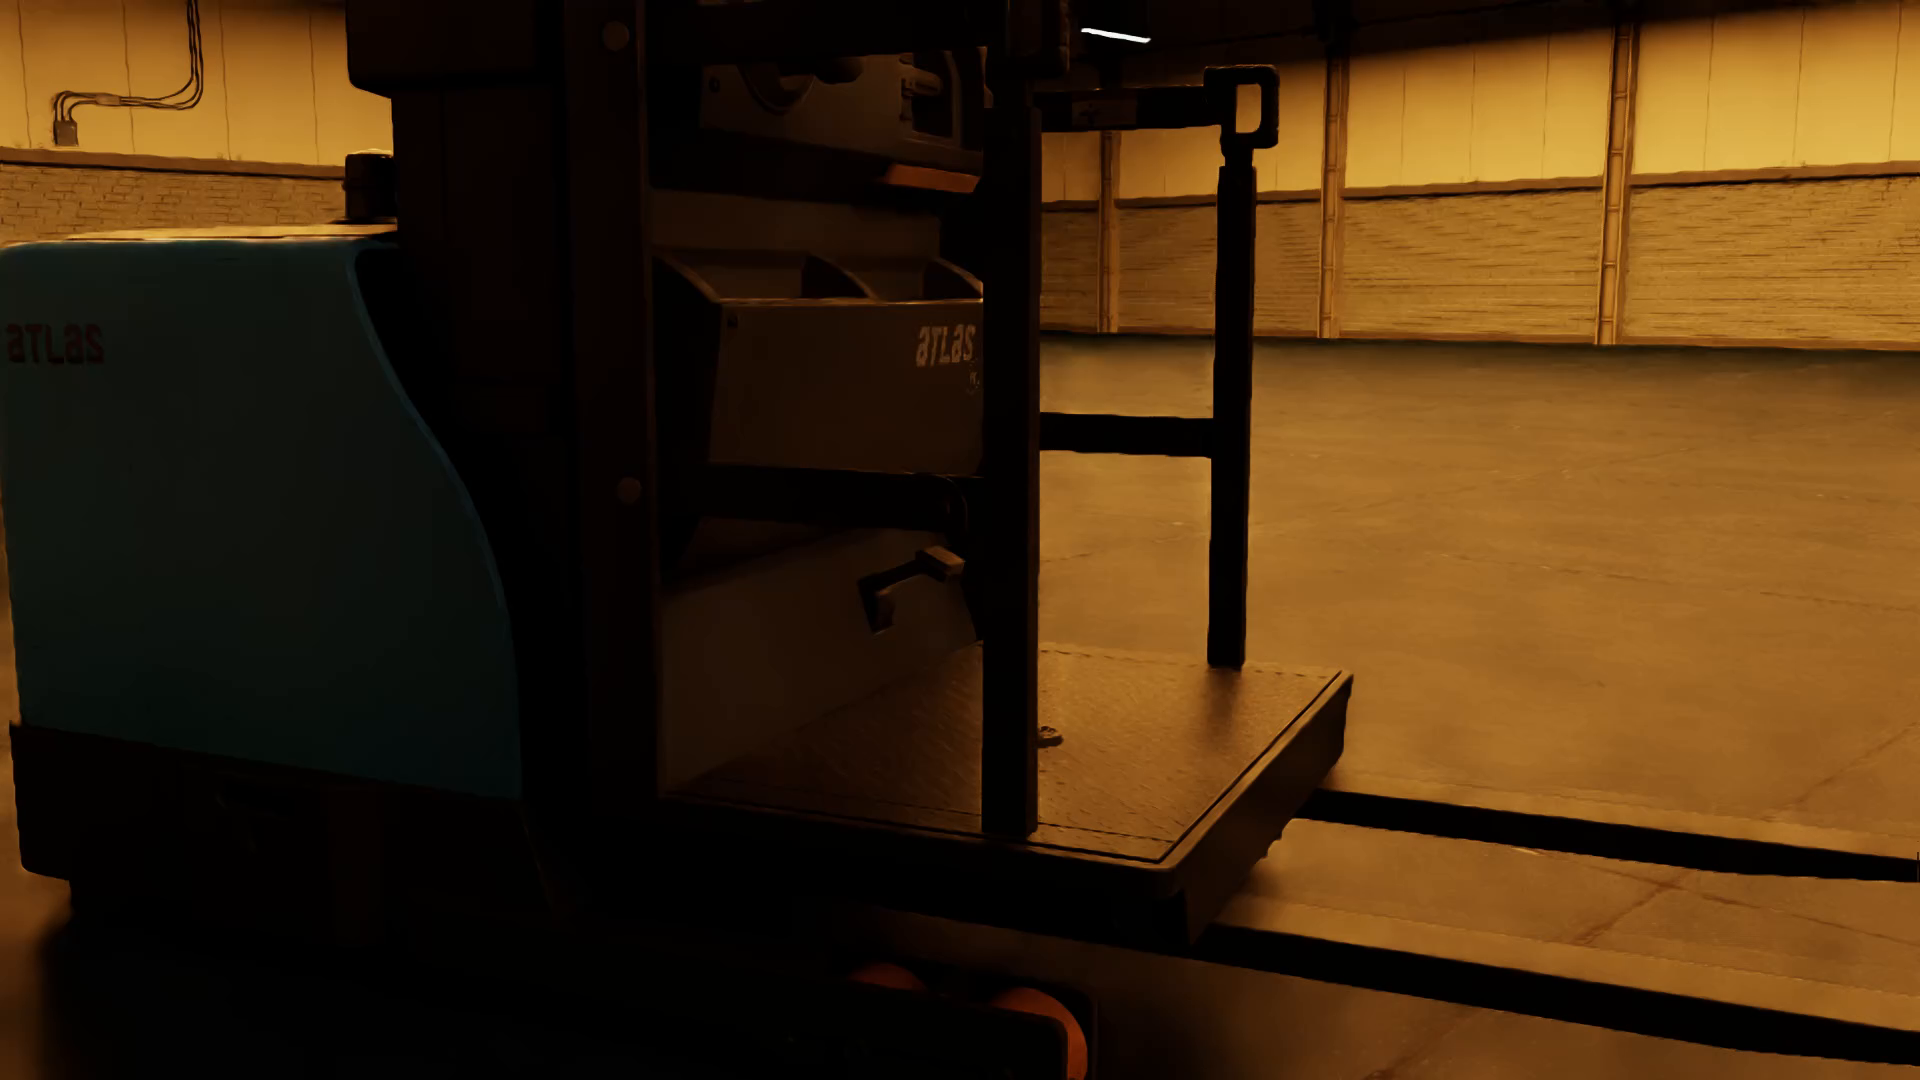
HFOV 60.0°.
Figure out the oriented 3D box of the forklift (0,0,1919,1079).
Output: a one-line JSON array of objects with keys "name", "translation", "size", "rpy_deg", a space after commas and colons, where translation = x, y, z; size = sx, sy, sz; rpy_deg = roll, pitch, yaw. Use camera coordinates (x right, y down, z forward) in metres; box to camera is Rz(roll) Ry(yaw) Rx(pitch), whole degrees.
[{"name": "forklift", "translation": [0.017, -0.828, 2.371], "size": [3.031, 2.935, 1.130], "rpy_deg": [4, 9, 24]}]
